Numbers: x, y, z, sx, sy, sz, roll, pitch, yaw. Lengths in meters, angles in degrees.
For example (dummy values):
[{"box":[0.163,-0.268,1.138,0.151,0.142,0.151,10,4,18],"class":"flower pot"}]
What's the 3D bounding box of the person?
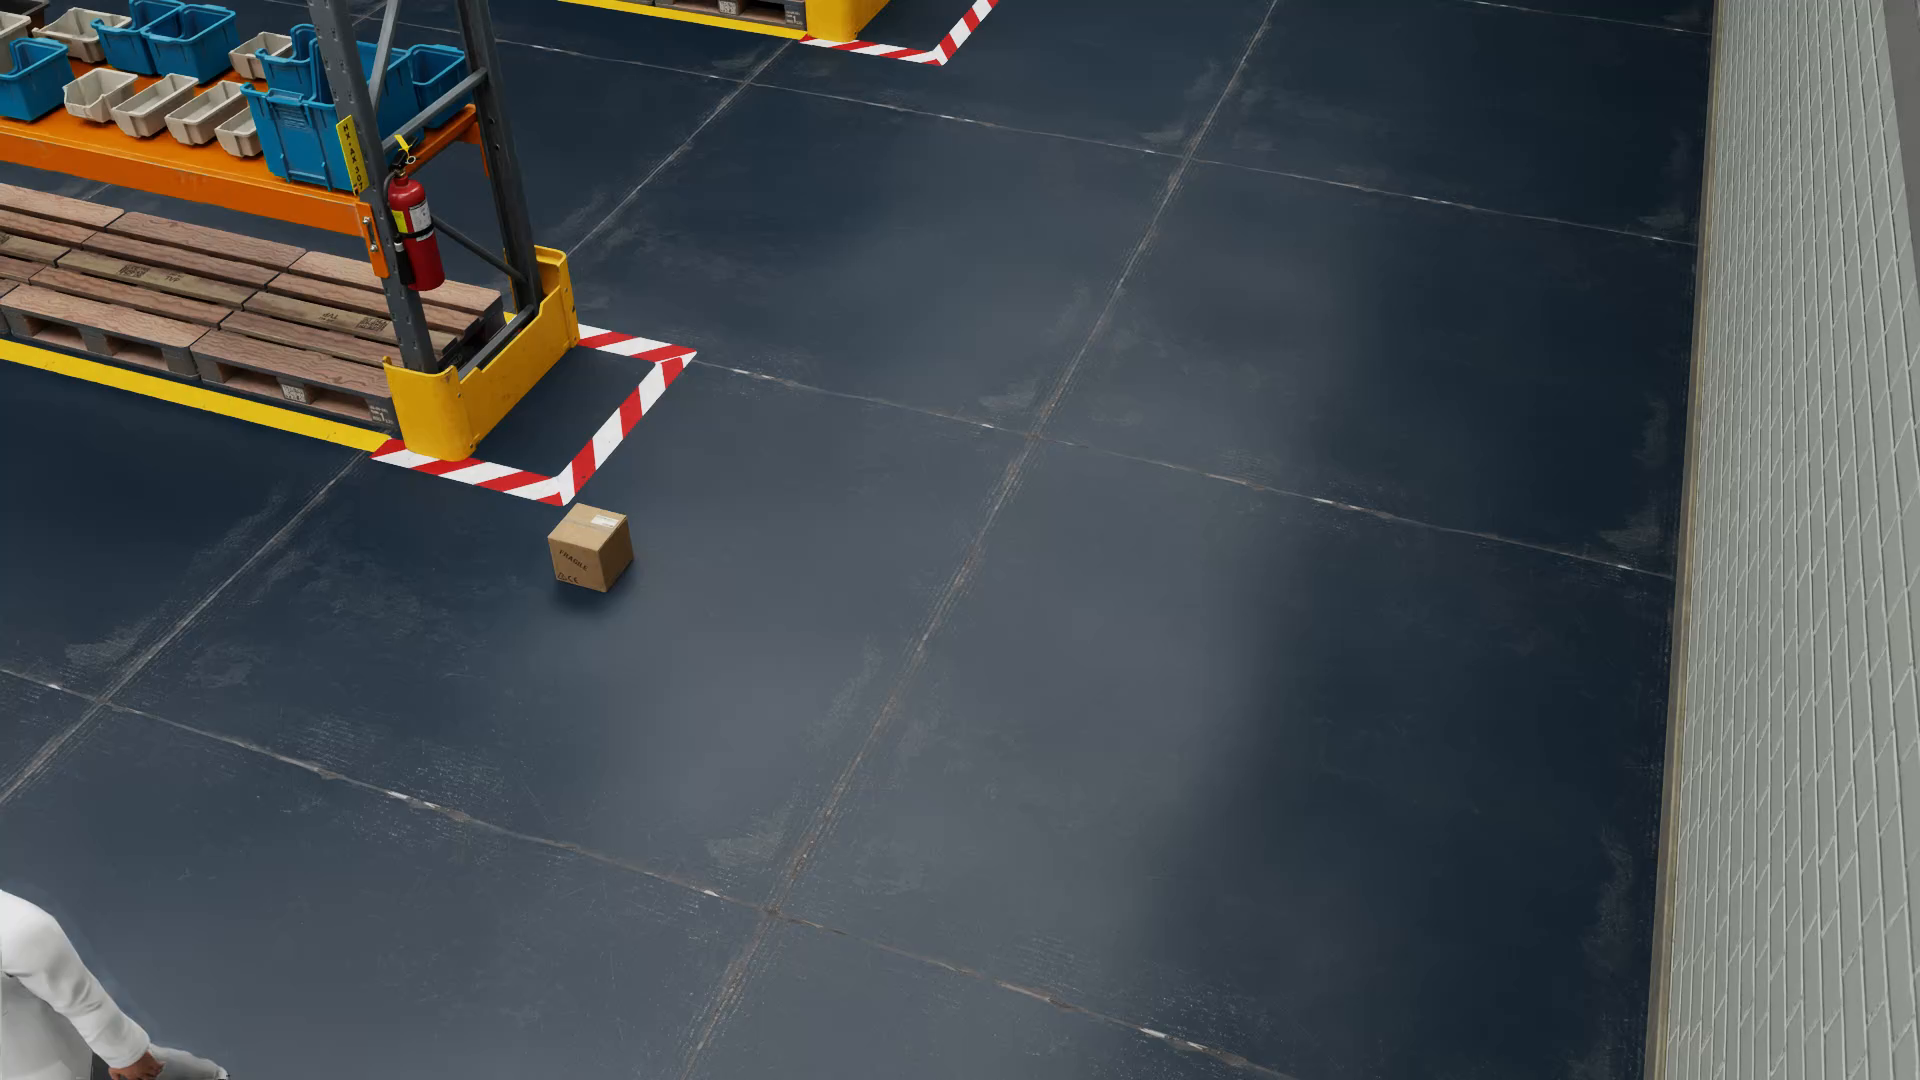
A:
[{"box":[-2.620,1.423,4.509,0.628,1.725,1.062,23,46,25],"class":"person"}]
